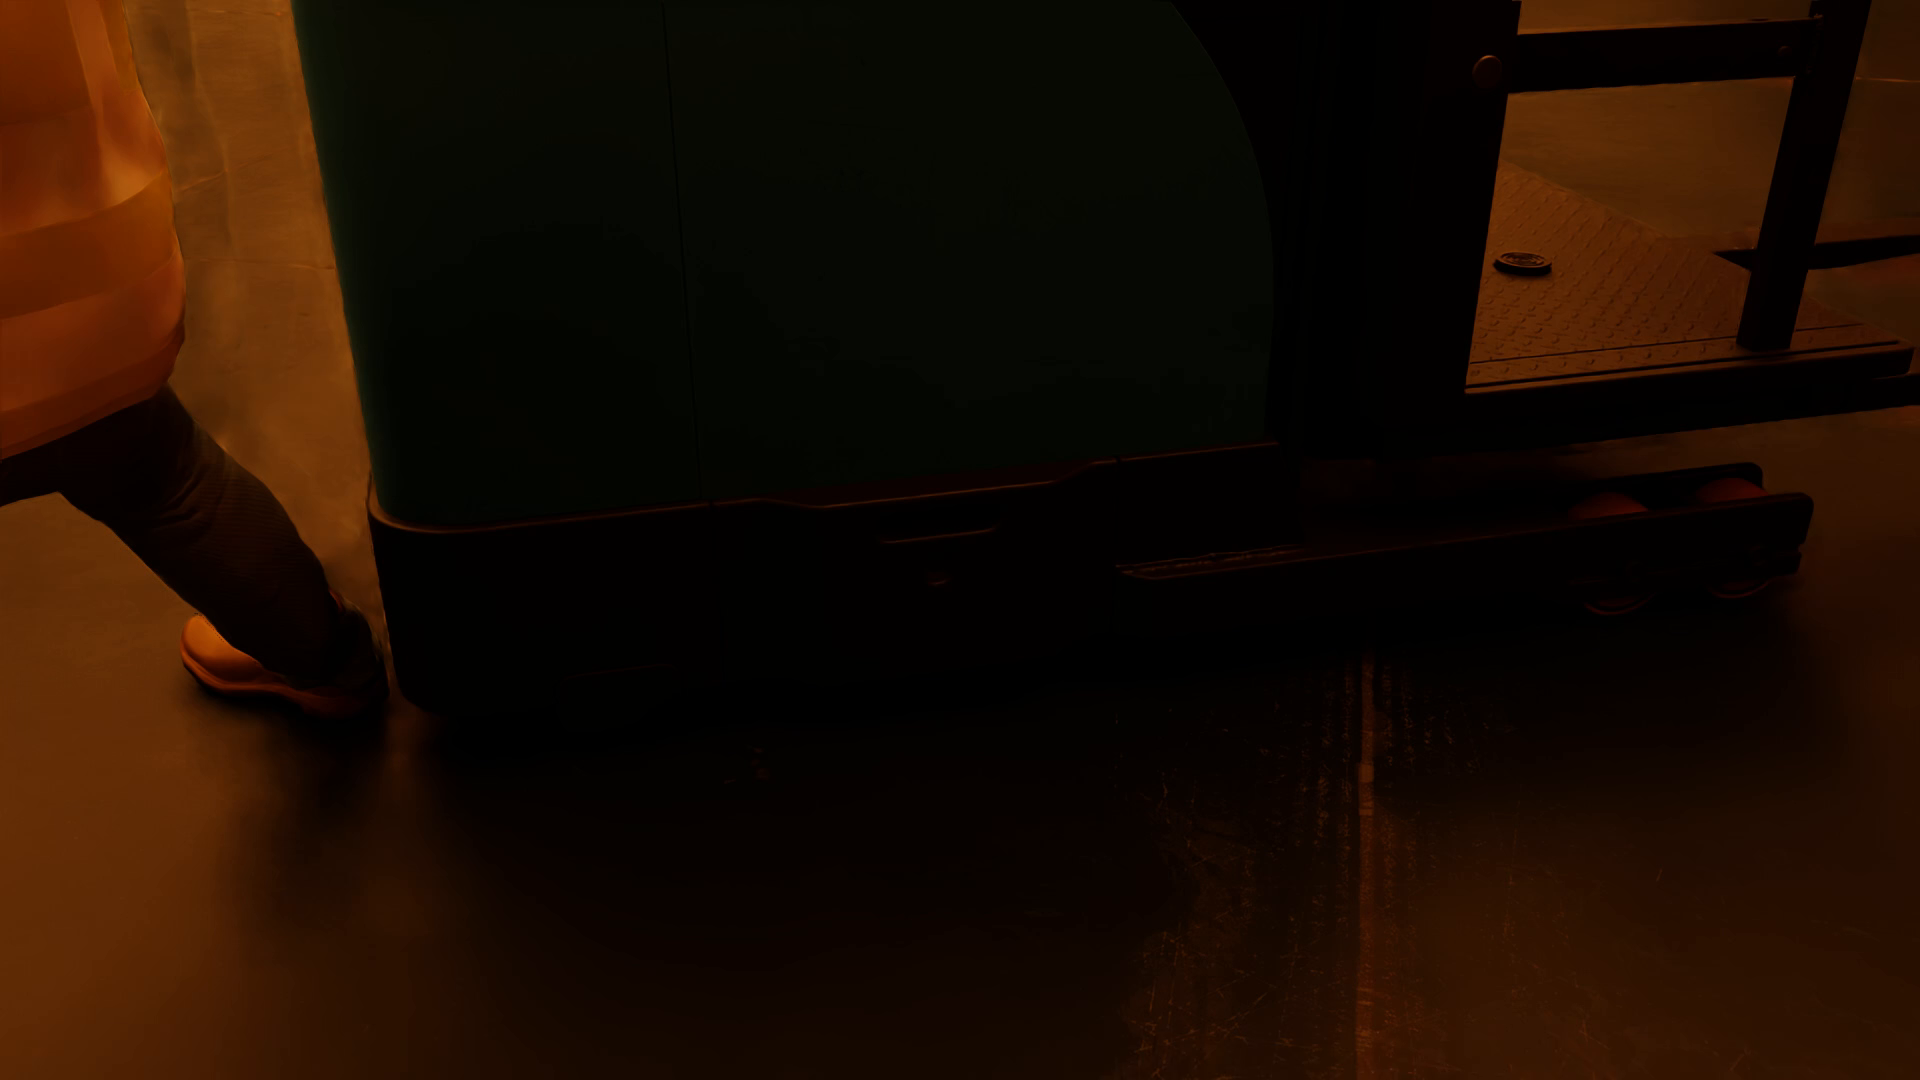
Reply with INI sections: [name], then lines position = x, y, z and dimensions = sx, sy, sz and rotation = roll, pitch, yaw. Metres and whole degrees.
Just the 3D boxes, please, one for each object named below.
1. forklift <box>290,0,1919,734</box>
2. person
[forklift]
position = 0.684, -1.428, 2.076
dimensions = 3.031, 2.935, 1.130
rotation = -7, 28, -13
[person]
position = -0.984, -0.236, 1.258
dimensions = 0.726, 1.541, 1.277
rotation = 15, 31, 28
